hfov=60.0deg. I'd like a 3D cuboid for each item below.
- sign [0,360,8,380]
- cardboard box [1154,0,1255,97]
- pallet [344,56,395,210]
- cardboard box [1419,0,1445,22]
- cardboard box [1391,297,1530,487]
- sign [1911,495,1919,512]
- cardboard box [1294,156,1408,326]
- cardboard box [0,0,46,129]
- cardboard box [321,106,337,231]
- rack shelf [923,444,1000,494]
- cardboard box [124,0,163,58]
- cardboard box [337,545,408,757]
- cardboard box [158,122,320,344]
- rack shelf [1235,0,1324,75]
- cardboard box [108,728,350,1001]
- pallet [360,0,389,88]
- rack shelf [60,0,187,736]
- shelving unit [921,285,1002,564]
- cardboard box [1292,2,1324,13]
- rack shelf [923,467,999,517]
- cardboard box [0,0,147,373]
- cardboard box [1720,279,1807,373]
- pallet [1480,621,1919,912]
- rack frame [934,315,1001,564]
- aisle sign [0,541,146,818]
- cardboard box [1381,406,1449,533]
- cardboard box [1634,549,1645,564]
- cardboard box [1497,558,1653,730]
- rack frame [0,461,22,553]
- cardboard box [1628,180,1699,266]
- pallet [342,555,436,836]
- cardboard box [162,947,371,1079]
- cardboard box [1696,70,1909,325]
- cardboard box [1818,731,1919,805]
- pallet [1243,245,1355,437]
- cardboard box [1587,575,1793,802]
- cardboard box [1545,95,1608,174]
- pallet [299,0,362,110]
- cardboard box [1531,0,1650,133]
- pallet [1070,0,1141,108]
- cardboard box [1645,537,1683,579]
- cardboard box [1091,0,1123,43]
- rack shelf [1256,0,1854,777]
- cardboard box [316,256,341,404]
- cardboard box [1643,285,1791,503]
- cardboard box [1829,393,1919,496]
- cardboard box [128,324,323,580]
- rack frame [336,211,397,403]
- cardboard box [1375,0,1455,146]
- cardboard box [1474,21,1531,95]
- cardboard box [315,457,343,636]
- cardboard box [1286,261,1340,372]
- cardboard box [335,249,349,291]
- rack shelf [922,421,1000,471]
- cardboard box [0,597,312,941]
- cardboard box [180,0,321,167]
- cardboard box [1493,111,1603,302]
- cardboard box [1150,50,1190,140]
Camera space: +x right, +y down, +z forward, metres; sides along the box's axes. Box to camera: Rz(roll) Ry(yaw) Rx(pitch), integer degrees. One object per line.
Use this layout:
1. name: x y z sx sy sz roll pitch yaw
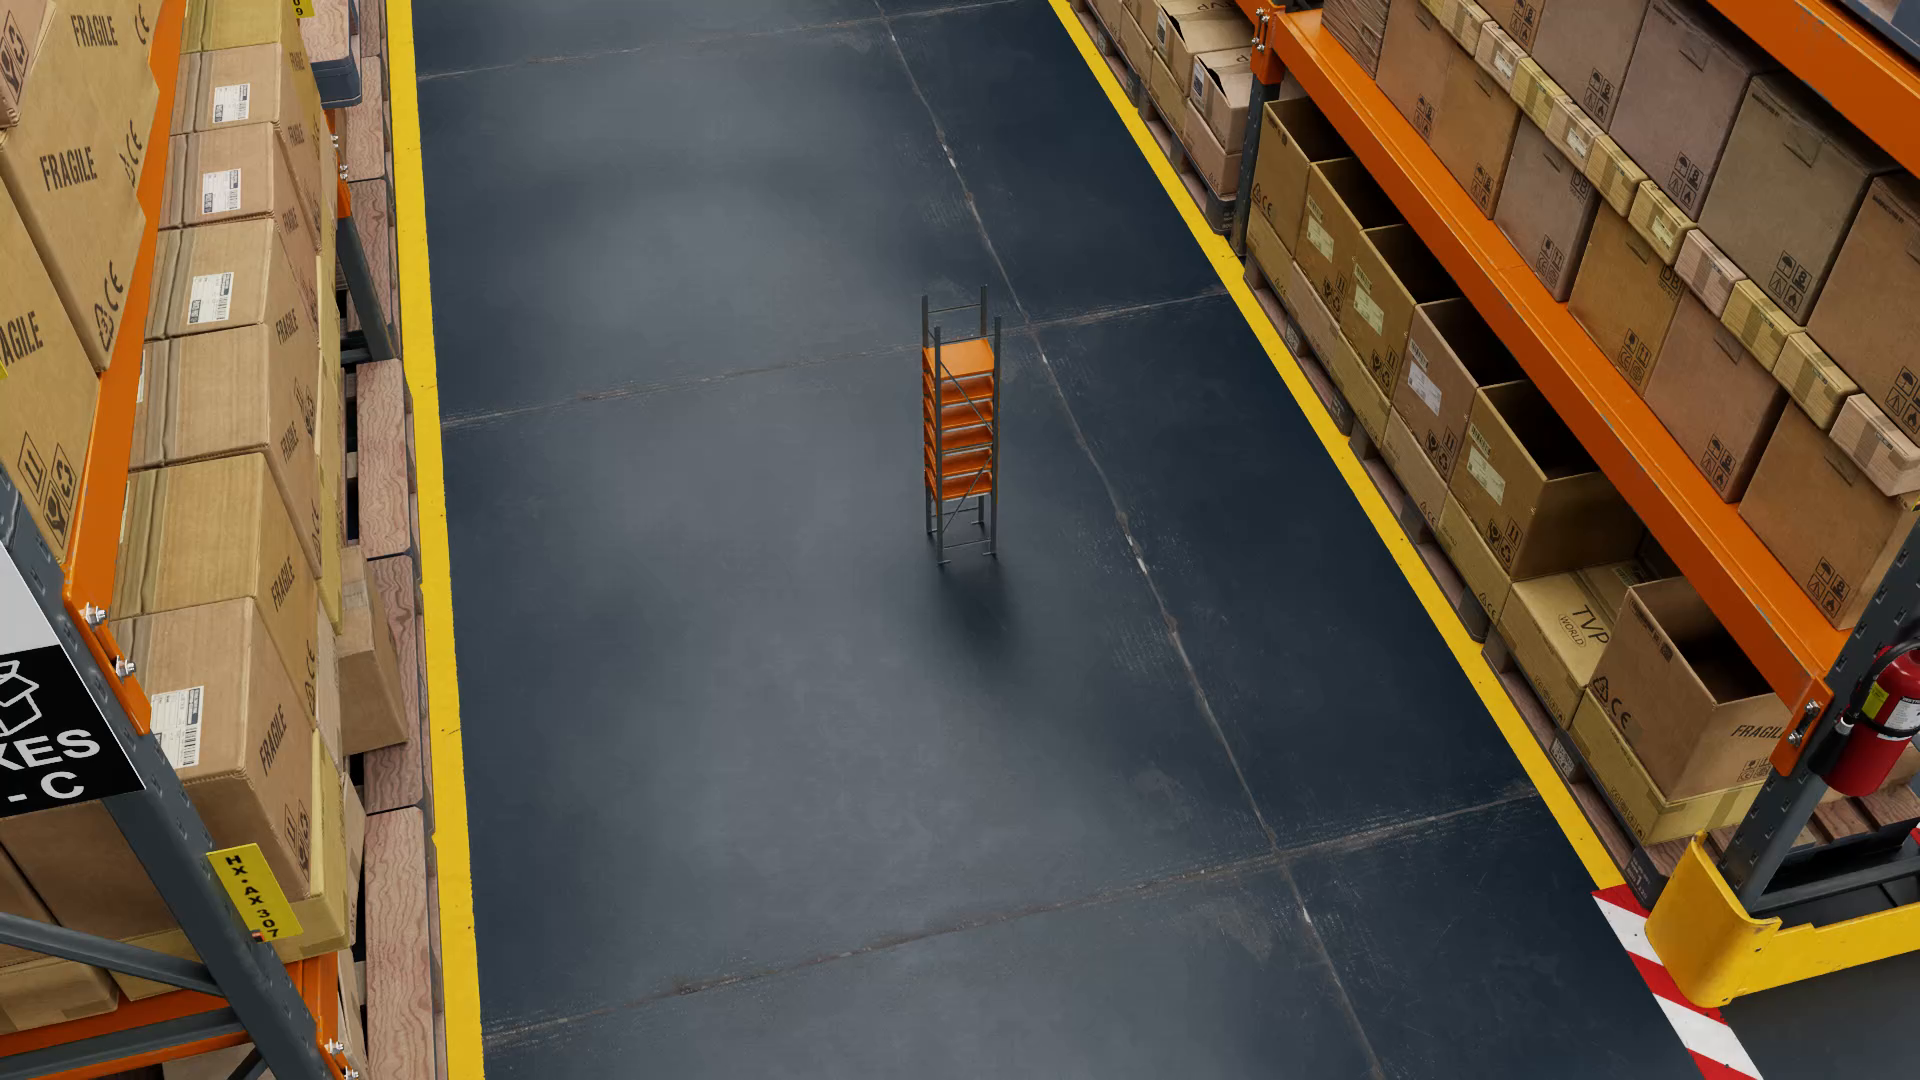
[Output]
1. sign: -1.418 -0.339 2.270 0.100 0.325 0.005 -11 47 -10
2. cardboard box: 1.301 -2.520 8.358 0.500 0.311 0.500 -10 46 -9
3. pallet: -3.483 -2.050 8.612 1.003 0.211 1.213 -11 47 -10
4. cardboard box: 1.903 -2.063 6.147 0.380 0.149 0.250 -11 47 -11
5. cardboard box: 2.023 -0.588 6.332 0.500 0.500 0.500 -11 47 -10
6. sign: 2.317 -0.190 3.860 0.100 0.325 0.005 -11 47 -10
7. cardboard box: 1.773 -1.279 7.010 0.500 0.500 0.500 -11 47 -10
8. cardboard box: -1.886 -0.991 2.737 0.500 0.500 0.500 -11 47 -11
9. cardboard box: -2.552 -1.328 6.042 0.500 0.250 0.500 -11 47 -10
10. rack shelf: 0.004 -0.295 6.429 0.258 0.103 0.180 -11 47 -10
11. cardboard box: -2.184 -1.353 3.792 0.500 0.500 0.500 -8 46 -8
12. cardboard box: -2.318 0.434 5.667 0.700 0.500 0.500 -13 47 -13
13. cardboard box: -2.295 -0.899 5.097 0.500 0.500 0.500 -12 47 -11
14. rack shelf: 1.309 -3.683 8.762 1.077 0.370 4.000 -11 47 -10
15. cardboard box: -1.761 0.767 3.989 0.500 0.250 0.500 -12 47 -11
16. pallet: -3.792 -2.891 9.435 1.003 0.211 1.213 -11 47 -10
17. rack shelf: -2.455 -1.063 4.095 1.077 0.370 4.000 -11 47 -10
18. shelving unit: 0.004 -0.410 6.312 0.258 1.200 0.189 -11 47 -10
19. cardboard box: 1.833 -2.612 8.448 0.500 0.311 0.500 -11 47 -11
20. rack shelf: 0.004 -0.211 6.515 0.258 0.103 0.180 -11 47 -10
21. cardboard box: -1.890 -0.629 3.082 0.500 0.500 0.500 -8 46 -8
22. cardboard box: 2.429 -0.640 4.753 0.380 0.149 0.250 -11 47 -11
23. pallet: 2.609 0.664 5.952 1.003 0.211 1.213 -11 47 -10
24. rack frame: 0.027 -0.347 6.250 0.240 1.200 0.006 -11 47 -10
25. aisle sign: -1.634 0.201 2.632 0.394 0.787 0.004 -11 47 -10
26. cardboard box: 2.027 -0.326 6.601 0.500 0.250 0.500 -11 47 -10
27. cardboard box: 2.664 -0.077 6.357 0.500 0.250 0.500 -11 47 -10
28. cardboard box: 2.283 0.364 5.924 0.500 0.250 0.500 -11 47 -10
29. rack frame: -1.943 -0.983 1.413 1.000 3.000 0.127 -11 47 -10
30. cardboard box: 2.299 -0.995 5.101 0.380 0.149 0.250 -9 46 -9
31. pallet: -2.445 0.632 5.983 1.003 0.211 1.213 -11 47 -10
32. cardboard box: -2.033 1.409 4.843 0.500 0.311 0.500 -16 48 -15
33. cardboard box: 2.584 -1.004 4.656 0.700 0.500 0.500 -12 47 -11
34. cardboard box: 2.923 0.613 5.681 0.500 0.250 0.500 -11 47 -10
35. pallet: 1.984 -1.021 7.603 1.003 0.211 1.213 -11 47 -10
36. cardboard box: 2.420 0.445 5.320 0.500 0.500 0.500 -11 47 -10
37. cardboard box: 2.164 -1.353 5.452 0.380 0.149 0.250 -11 47 -11
38. pallet: -3.022 -2.132 6.874 1.003 0.211 1.213 -11 47 -10
39. cardboard box: 2.326 -1.698 5.335 0.700 0.500 0.500 -11 47 -10
40. pallet: 1.279 -2.923 9.467 1.003 0.211 1.213 -11 47 -10
41. cardboard box: 2.793 0.005 5.751 0.500 0.500 0.500 -11 47 -10
42. cardboard box: 1.047 -3.026 9.246 0.500 0.250 0.500 -10 46 -10
43. rack shelf: 2.333 -0.921 6.056 1.077 0.370 4.000 -11 47 -10
44. cardboard box: -2.289 -0.638 5.366 0.500 0.250 0.500 -11 47 -11
45. cardboard box: 2.599 -0.513 5.083 0.700 0.500 0.500 -10 46 -9
46. cardboard box: 2.563 -0.283 4.403 0.380 0.149 0.250 -11 47 -11
47. cardboard box: -2.017 -0.186 4.398 0.500 0.500 0.500 -12 47 -12
48. rack frame: -2.967 -1.645 6.262 1.000 3.000 0.127 -11 47 -10
49. cardboard box: 2.082 -1.920 6.462 0.700 0.500 0.500 -11 47 -11
50. cardboard box: 2.036 -1.706 5.797 0.380 0.149 0.250 -12 47 -11
51. cardboard box: -2.032 0.058 4.684 0.500 0.250 0.500 -11 47 -11
52. cardboard box: 1.770 -1.016 7.277 0.500 0.250 0.500 -11 47 -10
53. cardboard box: -3.171 -1.429 7.493 0.700 0.500 0.500 -9 46 -9
54. rack shelf: 0.004 -0.379 6.343 0.258 0.103 0.180 -11 47 -10
55. cardboard box: -1.774 0.515 3.711 0.500 0.500 0.500 -11 47 -10
56. cardboard box: -2.547 -1.592 5.776 0.500 0.500 0.500 -11 47 -10
57. cardboard box: 2.339 -1.220 5.775 0.700 0.500 0.500 -9 46 -9
58. cardboard box: 1.307 -2.321 8.556 0.500 0.250 0.500 -11 47 -11
